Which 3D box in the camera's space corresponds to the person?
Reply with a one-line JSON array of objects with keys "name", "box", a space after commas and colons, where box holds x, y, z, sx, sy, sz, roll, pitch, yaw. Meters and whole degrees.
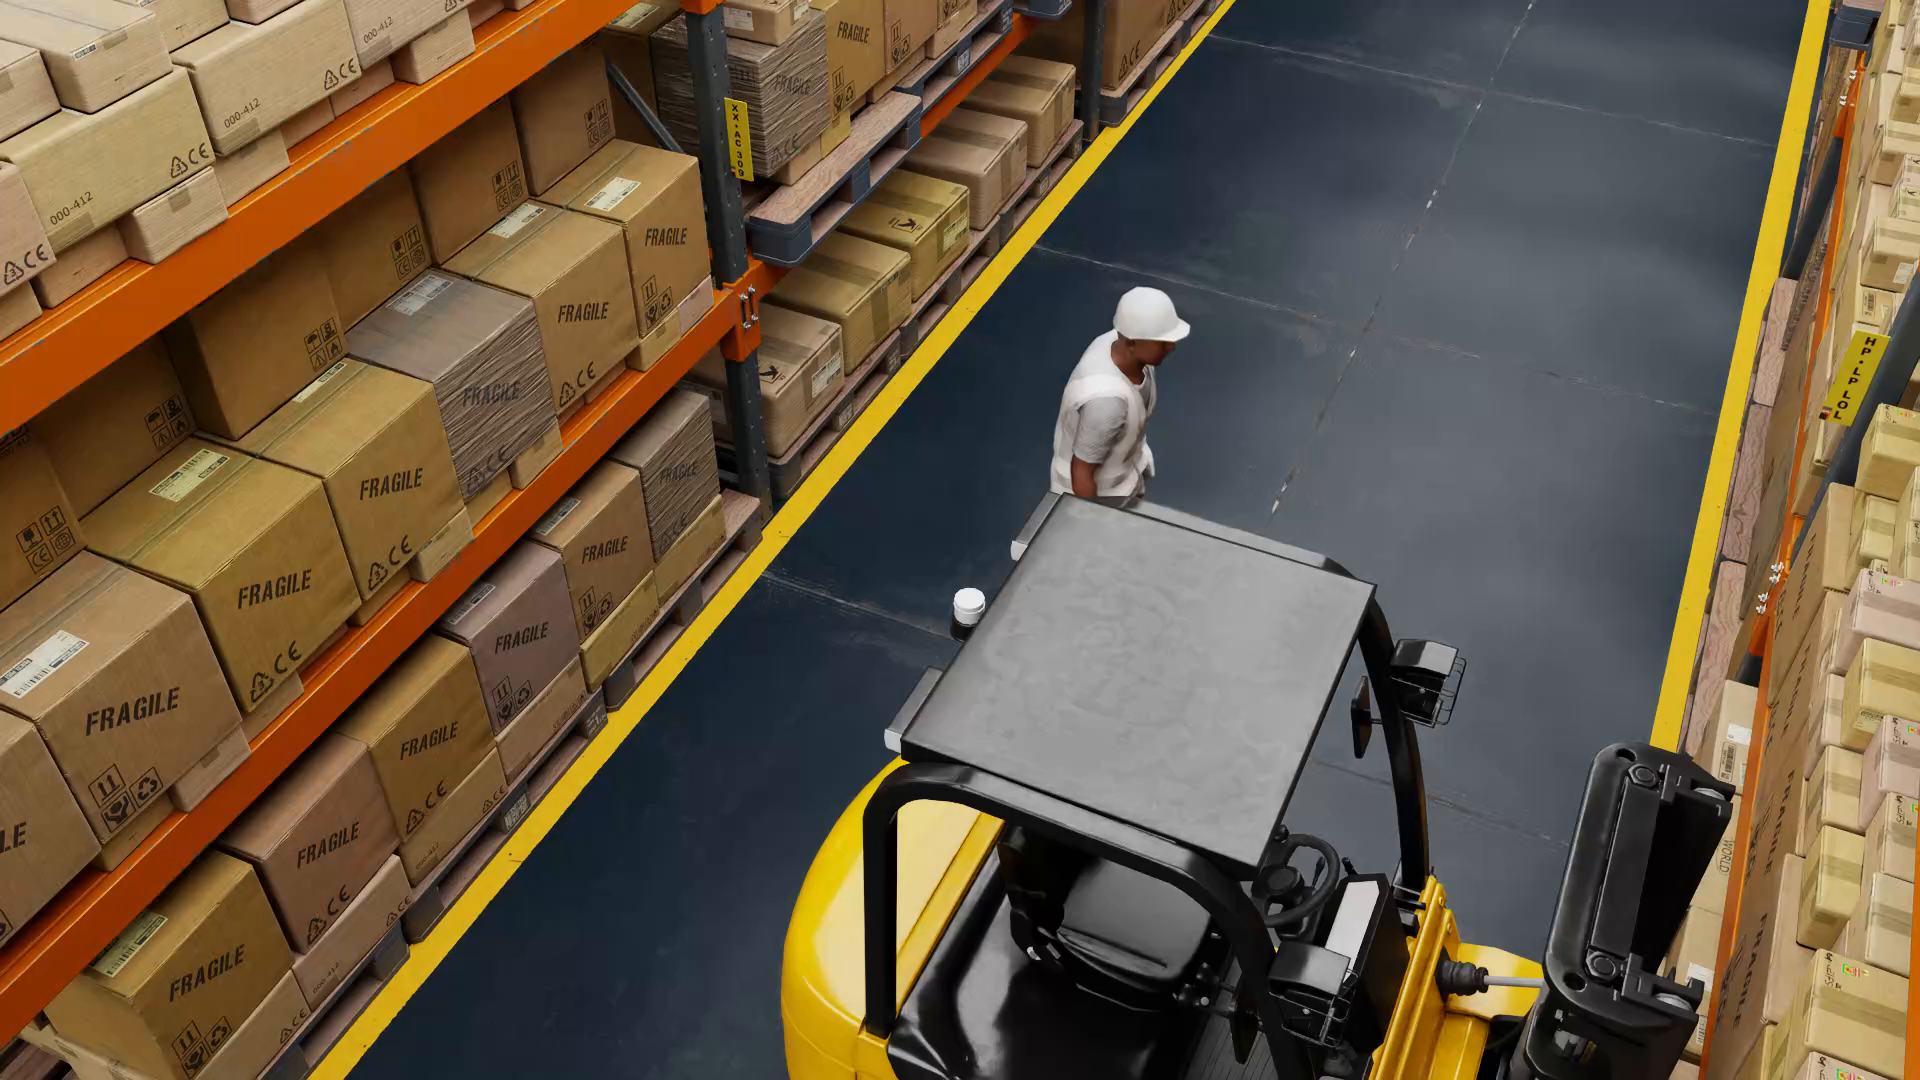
[{"name": "person", "box": [0.587, -0.203, 6.379, 0.449, 1.774, 0.633, 16, 44, 17]}]
